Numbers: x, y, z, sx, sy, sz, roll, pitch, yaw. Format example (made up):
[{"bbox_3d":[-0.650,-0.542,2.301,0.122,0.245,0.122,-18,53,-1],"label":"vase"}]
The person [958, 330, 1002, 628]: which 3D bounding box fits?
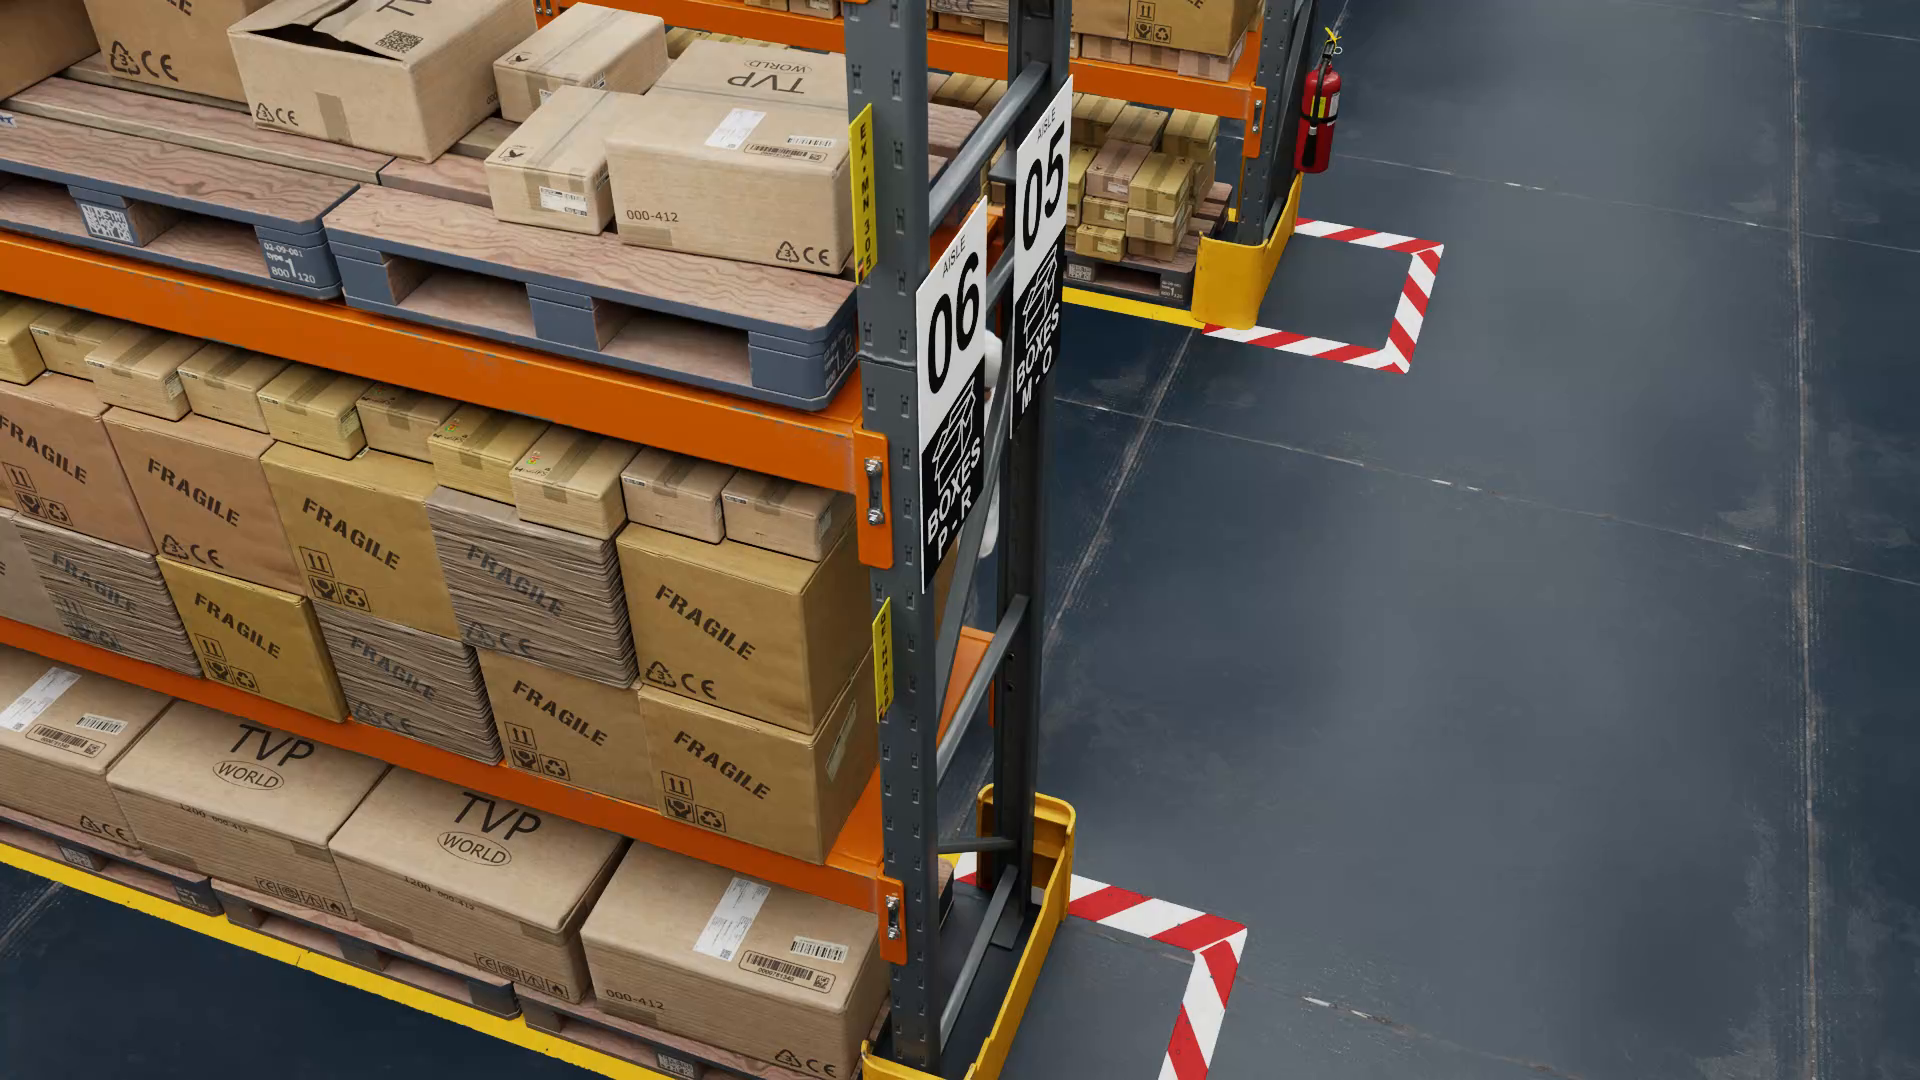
[{"bbox_3d":[-0.072,-0.067,6.214,0.531,1.786,0.554,8,42,10],"label":"person"}]
